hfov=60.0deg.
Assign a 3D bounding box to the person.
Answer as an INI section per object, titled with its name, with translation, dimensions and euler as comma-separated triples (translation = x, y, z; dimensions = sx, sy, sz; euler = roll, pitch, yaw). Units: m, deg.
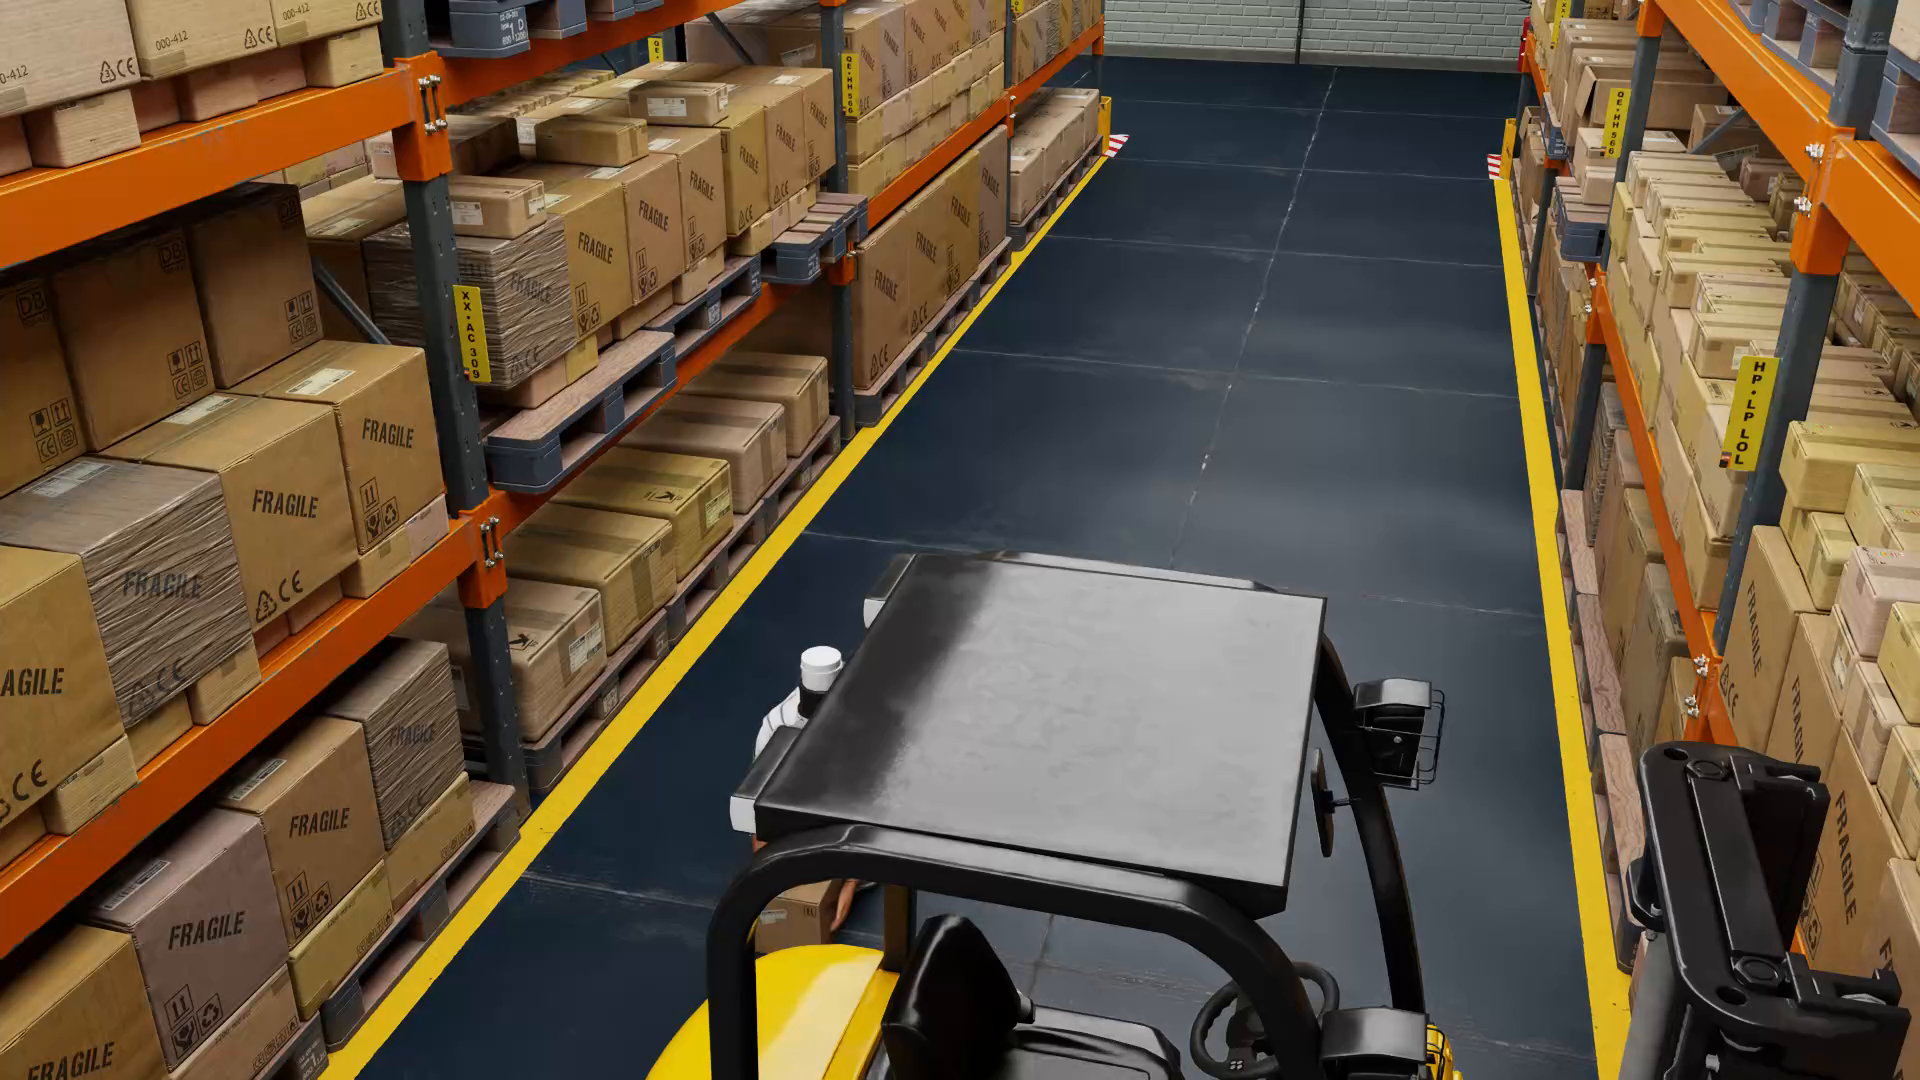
[person]
translation = -0.458, 0.831, 5.825
dimensions = 0.515, 0.848, 0.853
euler = 6, 26, 13
